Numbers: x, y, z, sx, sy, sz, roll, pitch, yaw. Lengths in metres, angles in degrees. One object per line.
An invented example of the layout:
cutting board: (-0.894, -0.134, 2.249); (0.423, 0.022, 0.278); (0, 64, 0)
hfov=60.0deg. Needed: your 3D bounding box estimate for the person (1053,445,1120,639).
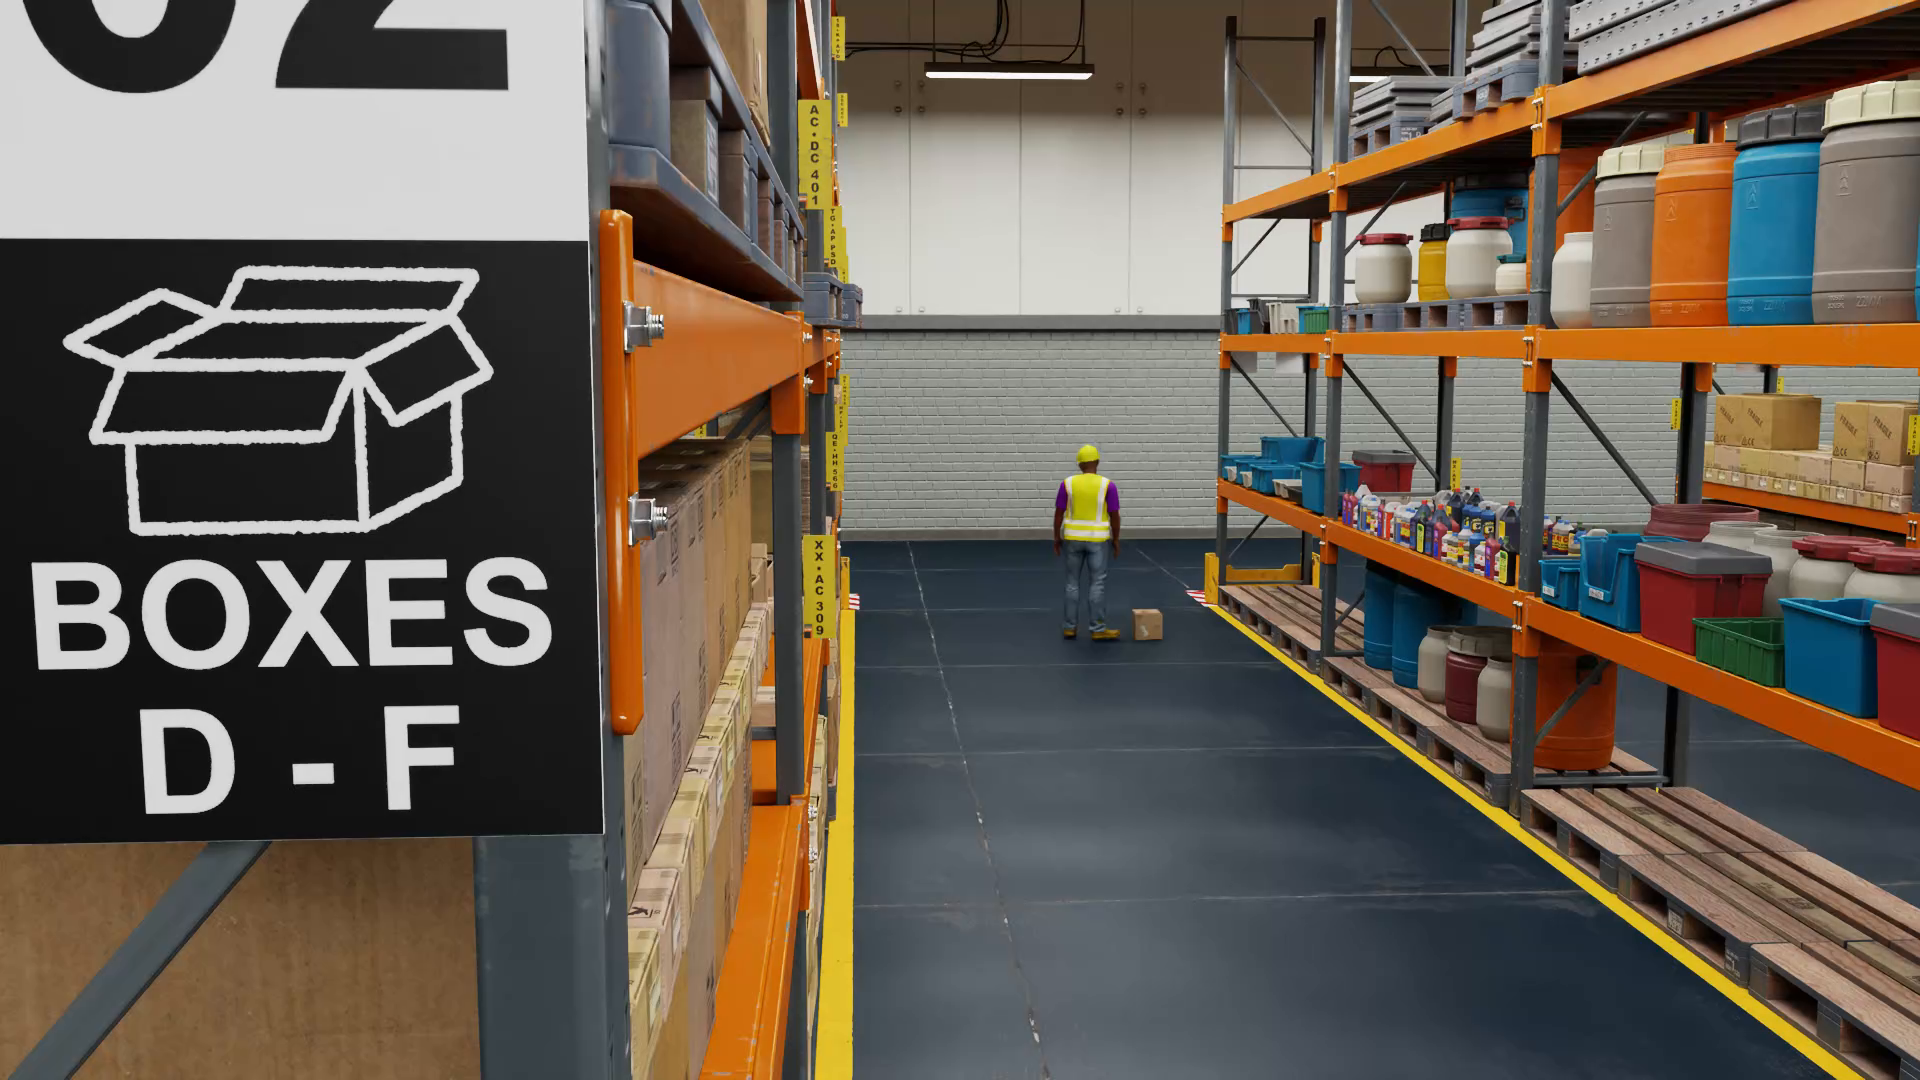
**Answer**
person: (1.165, 0.012, 15.338); (0.629, 1.771, 0.376); (2, 7, 18)
